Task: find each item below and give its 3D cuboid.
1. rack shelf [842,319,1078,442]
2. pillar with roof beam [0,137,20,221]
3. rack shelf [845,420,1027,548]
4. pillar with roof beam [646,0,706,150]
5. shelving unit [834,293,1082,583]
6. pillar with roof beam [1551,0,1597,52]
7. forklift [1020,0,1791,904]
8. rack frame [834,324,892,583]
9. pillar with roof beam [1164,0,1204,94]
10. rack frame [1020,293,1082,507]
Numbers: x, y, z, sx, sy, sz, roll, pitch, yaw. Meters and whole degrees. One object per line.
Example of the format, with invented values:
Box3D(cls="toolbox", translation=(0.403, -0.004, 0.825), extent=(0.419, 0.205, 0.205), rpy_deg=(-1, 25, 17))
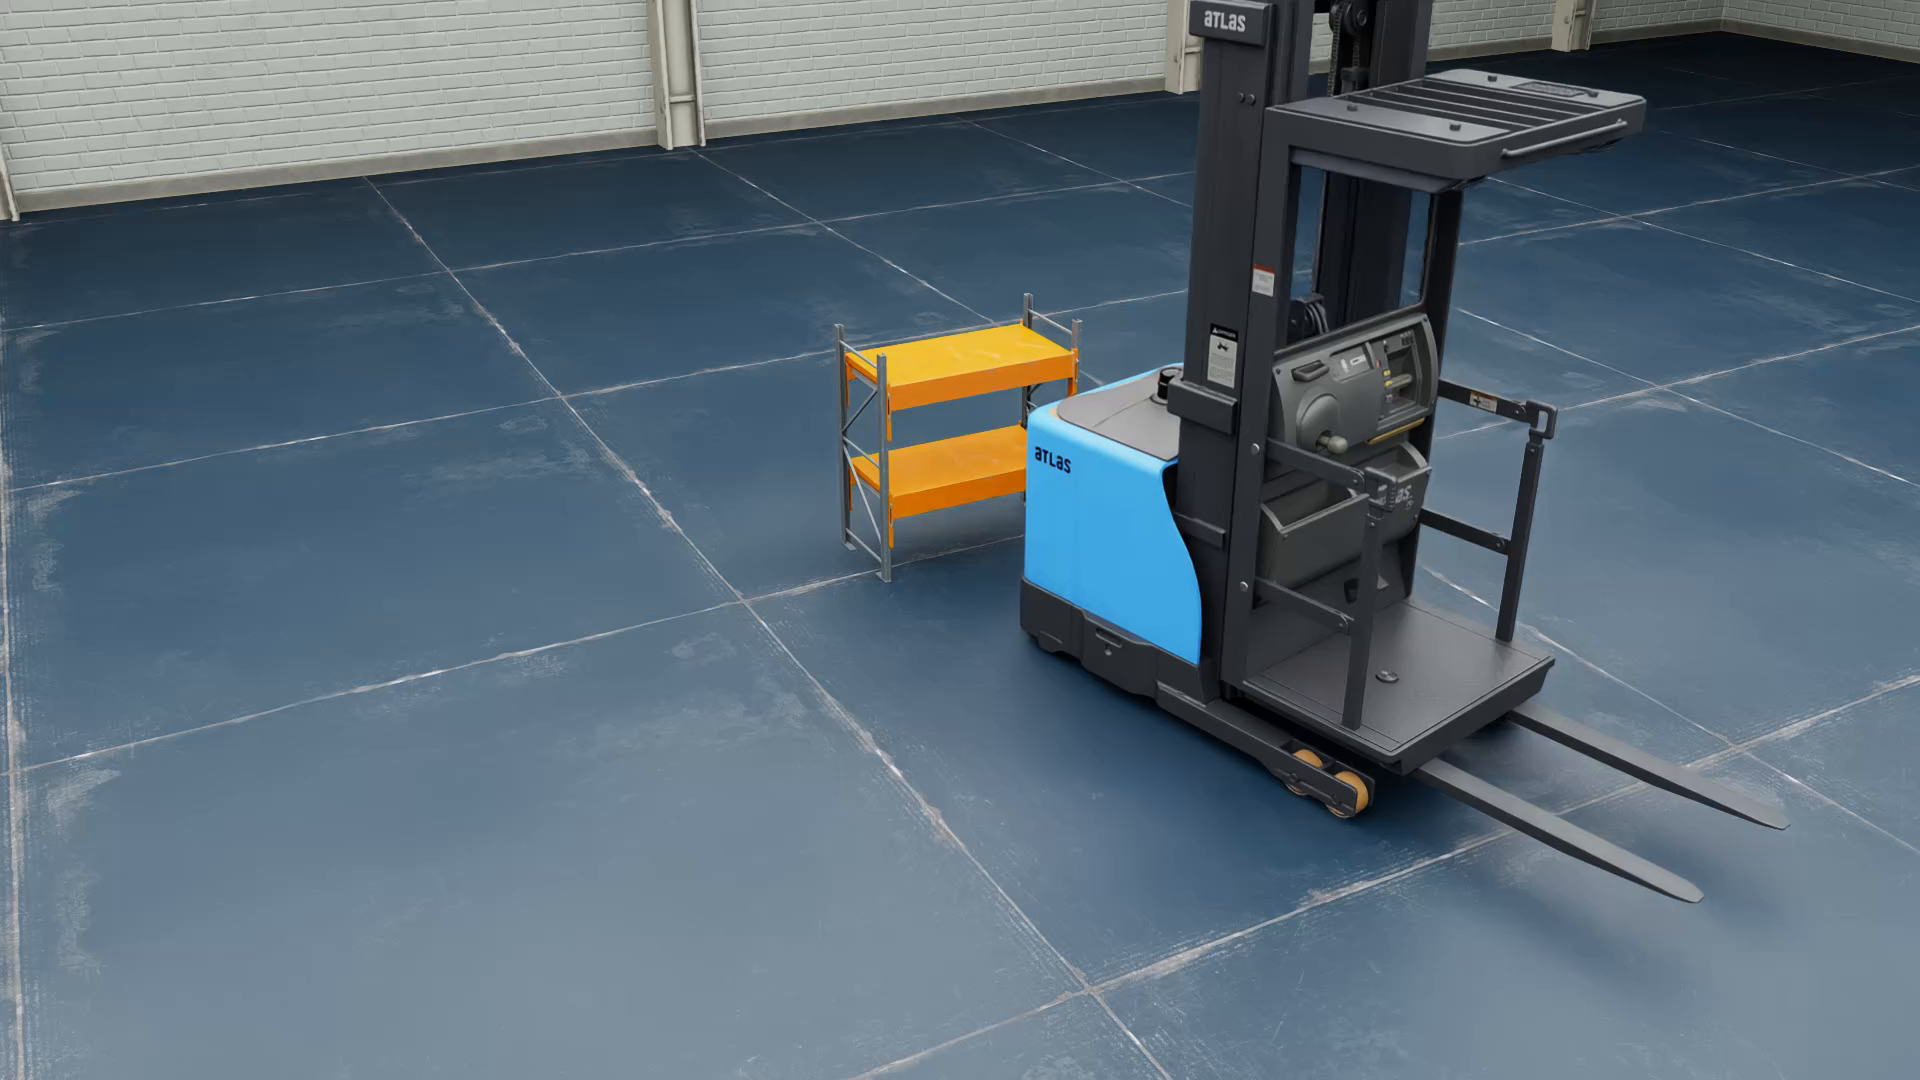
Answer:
Box3D(cls="rack shelf", translation=(-0.006, -0.770, 7.877), extent=(1.000, 0.278, 0.538), rpy_deg=(-13, 29, -25))
Box3D(cls="pillar with roof beam", translation=(-6.004, -5.078, 8.429), extent=(0.400, 9.000, 9.100), rpy_deg=(-13, 29, -25))
Box3D(cls="rack shelf", translation=(-0.006, -0.285, 8.109), extent=(1.000, 0.278, 0.538), rpy_deg=(-13, 29, -25))
Box3D(cls="pillar with roof beam", translation=(-0.710, -6.300, 10.974), extent=(0.400, 9.000, 9.100), rpy_deg=(-13, 29, -25))
Box3D(cls="shelving unit", translation=(-0.006, -0.506, 8.004), extent=(1.048, 1.125, 0.538), rpy_deg=(-13, 29, -25))
Box3D(cls="pillar with roof beam", translation=(9.879, -8.744, 16.064), extent=(0.400, 9.000, 9.100), rpy_deg=(-13, 29, -25))
Box3D(cls="forklift", translation=(1.610, -0.548, 6.004), extent=(1.130, 2.935, 3.031), rpy_deg=(-21, 33, -36))
Box3D(cls="rack frame", translation=(-0.455, -0.402, 7.788), extent=(0.032, 1.125, 0.500), rpy_deg=(-13, 29, -25))
Box3D(cls="pillar with roof beam", translation=(4.584, -7.522, 13.519), extent=(0.400, 9.000, 9.100), rpy_deg=(-13, 29, -25))
Box3D(cls="rack frame", translation=(0.443, -0.609, 8.219), extent=(0.032, 1.125, 0.500), rpy_deg=(-13, 29, -25))
